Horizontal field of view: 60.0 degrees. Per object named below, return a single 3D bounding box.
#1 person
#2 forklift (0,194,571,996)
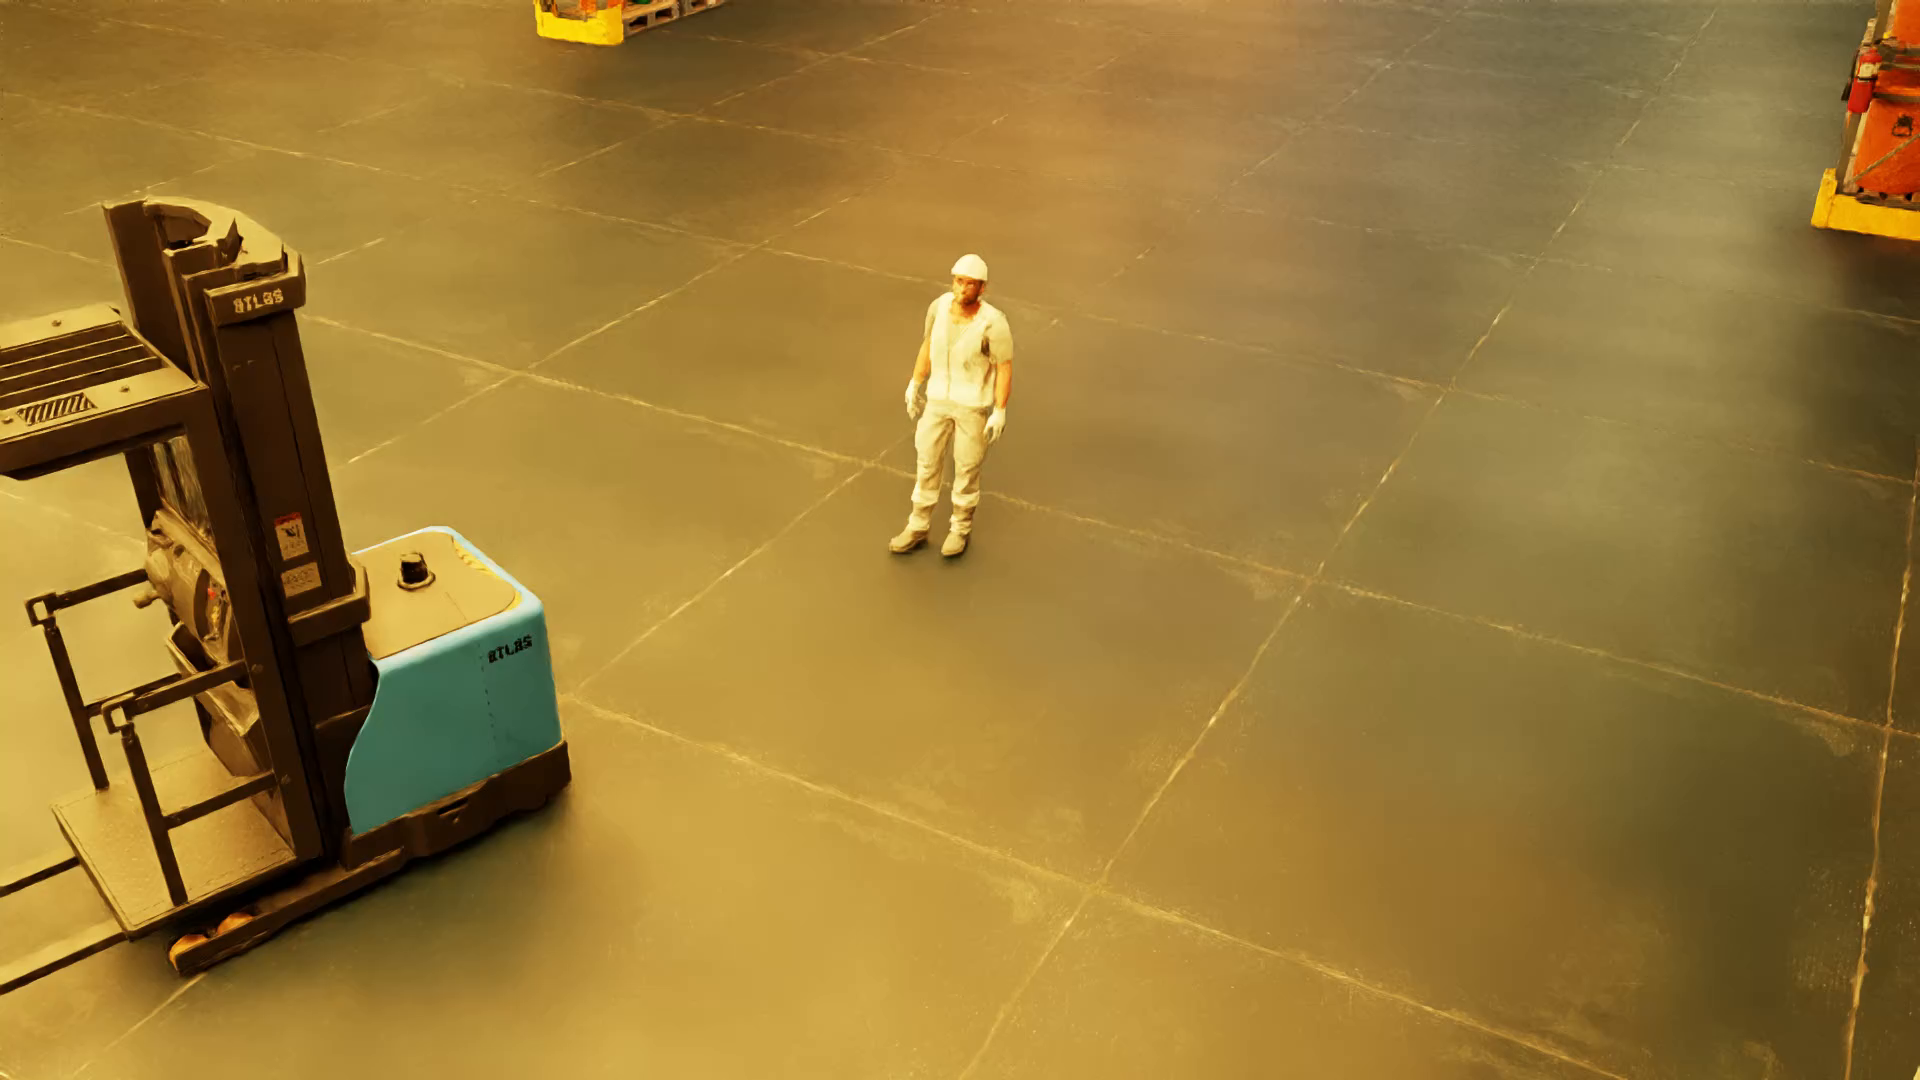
[{"bbox_3d":[-0.049,-0.748,9.496,0.637,1.787,0.563,15,33,25],"label":"person"},{"bbox_3d":[-3.289,0.234,6.665,3.031,2.935,1.130,-24,37,-35],"label":"forklift"}]
